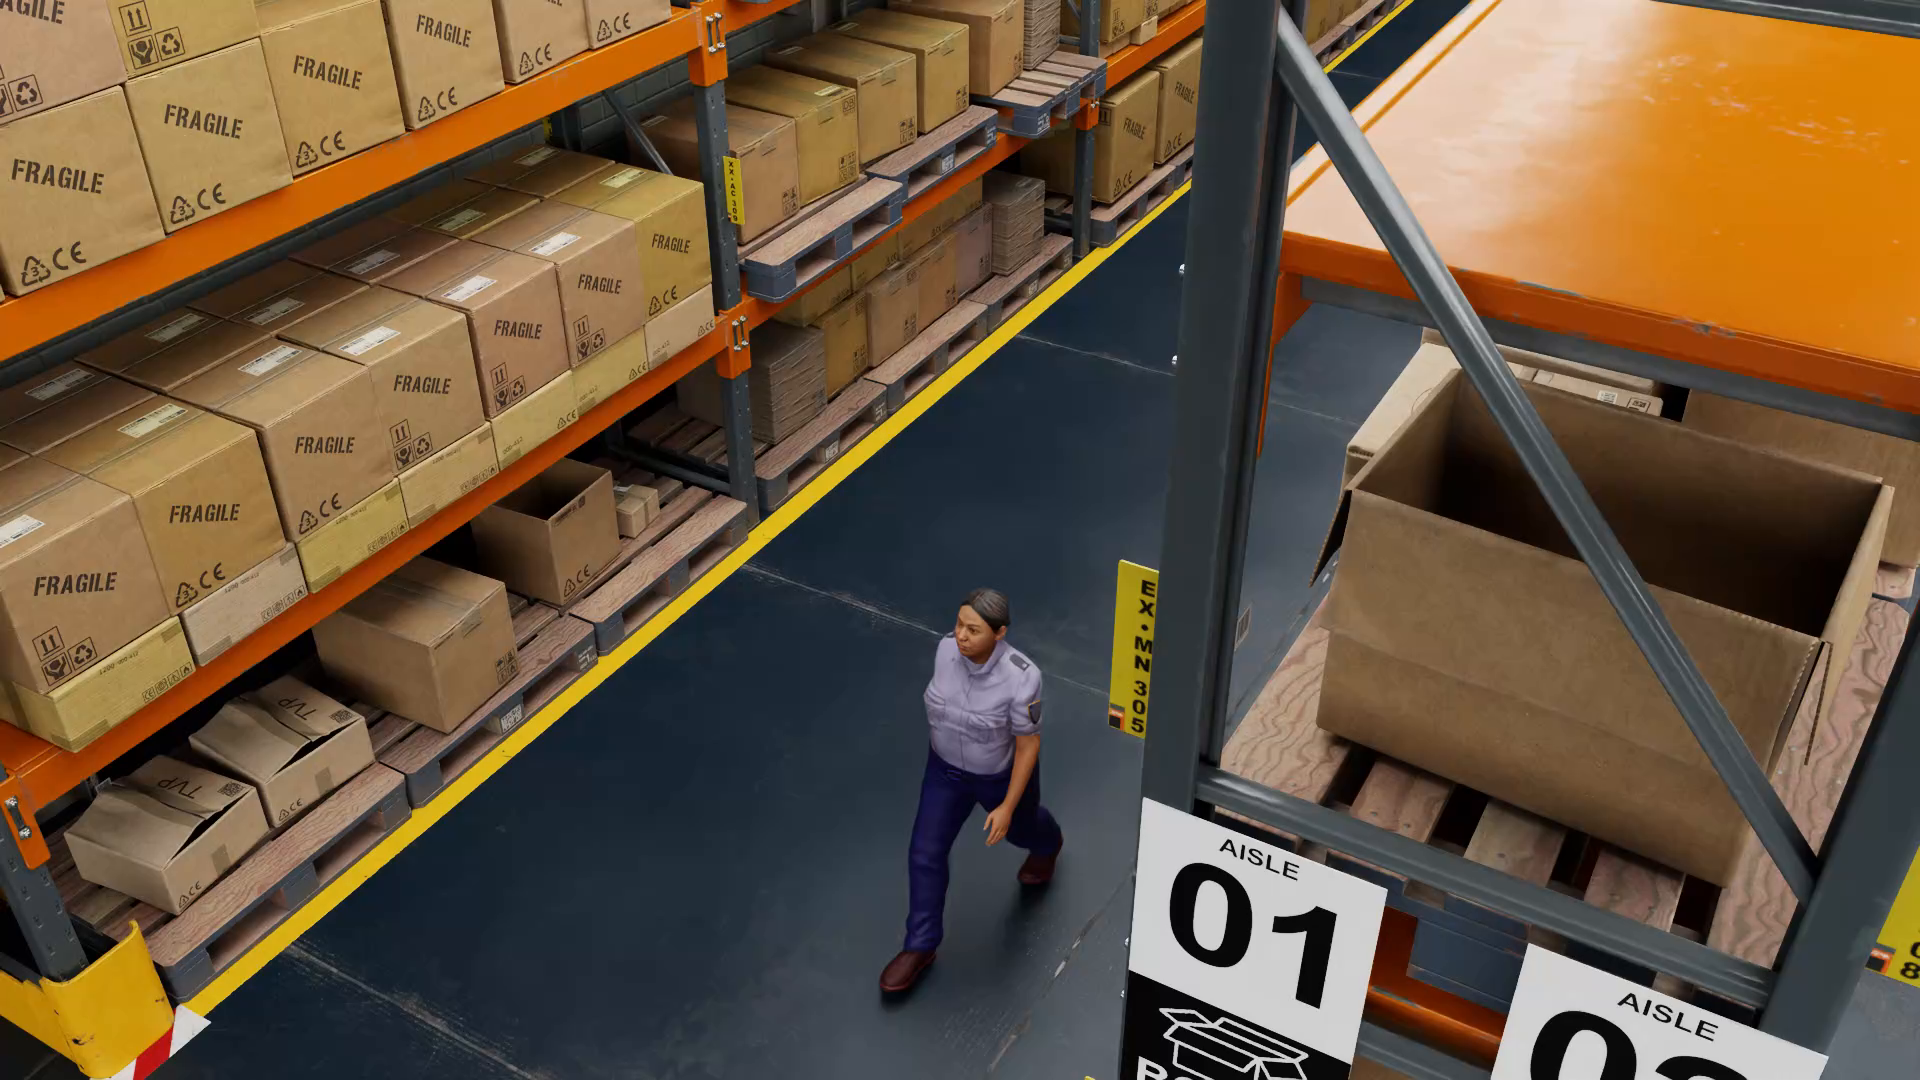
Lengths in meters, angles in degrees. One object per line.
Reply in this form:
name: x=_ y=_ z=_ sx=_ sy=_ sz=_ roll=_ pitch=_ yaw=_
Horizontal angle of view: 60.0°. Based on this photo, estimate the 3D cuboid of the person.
person: x=0.080 y=0.860 z=6.148 sx=0.485 sy=1.591 sz=1.031 roll=18 pitch=38 yaw=25
